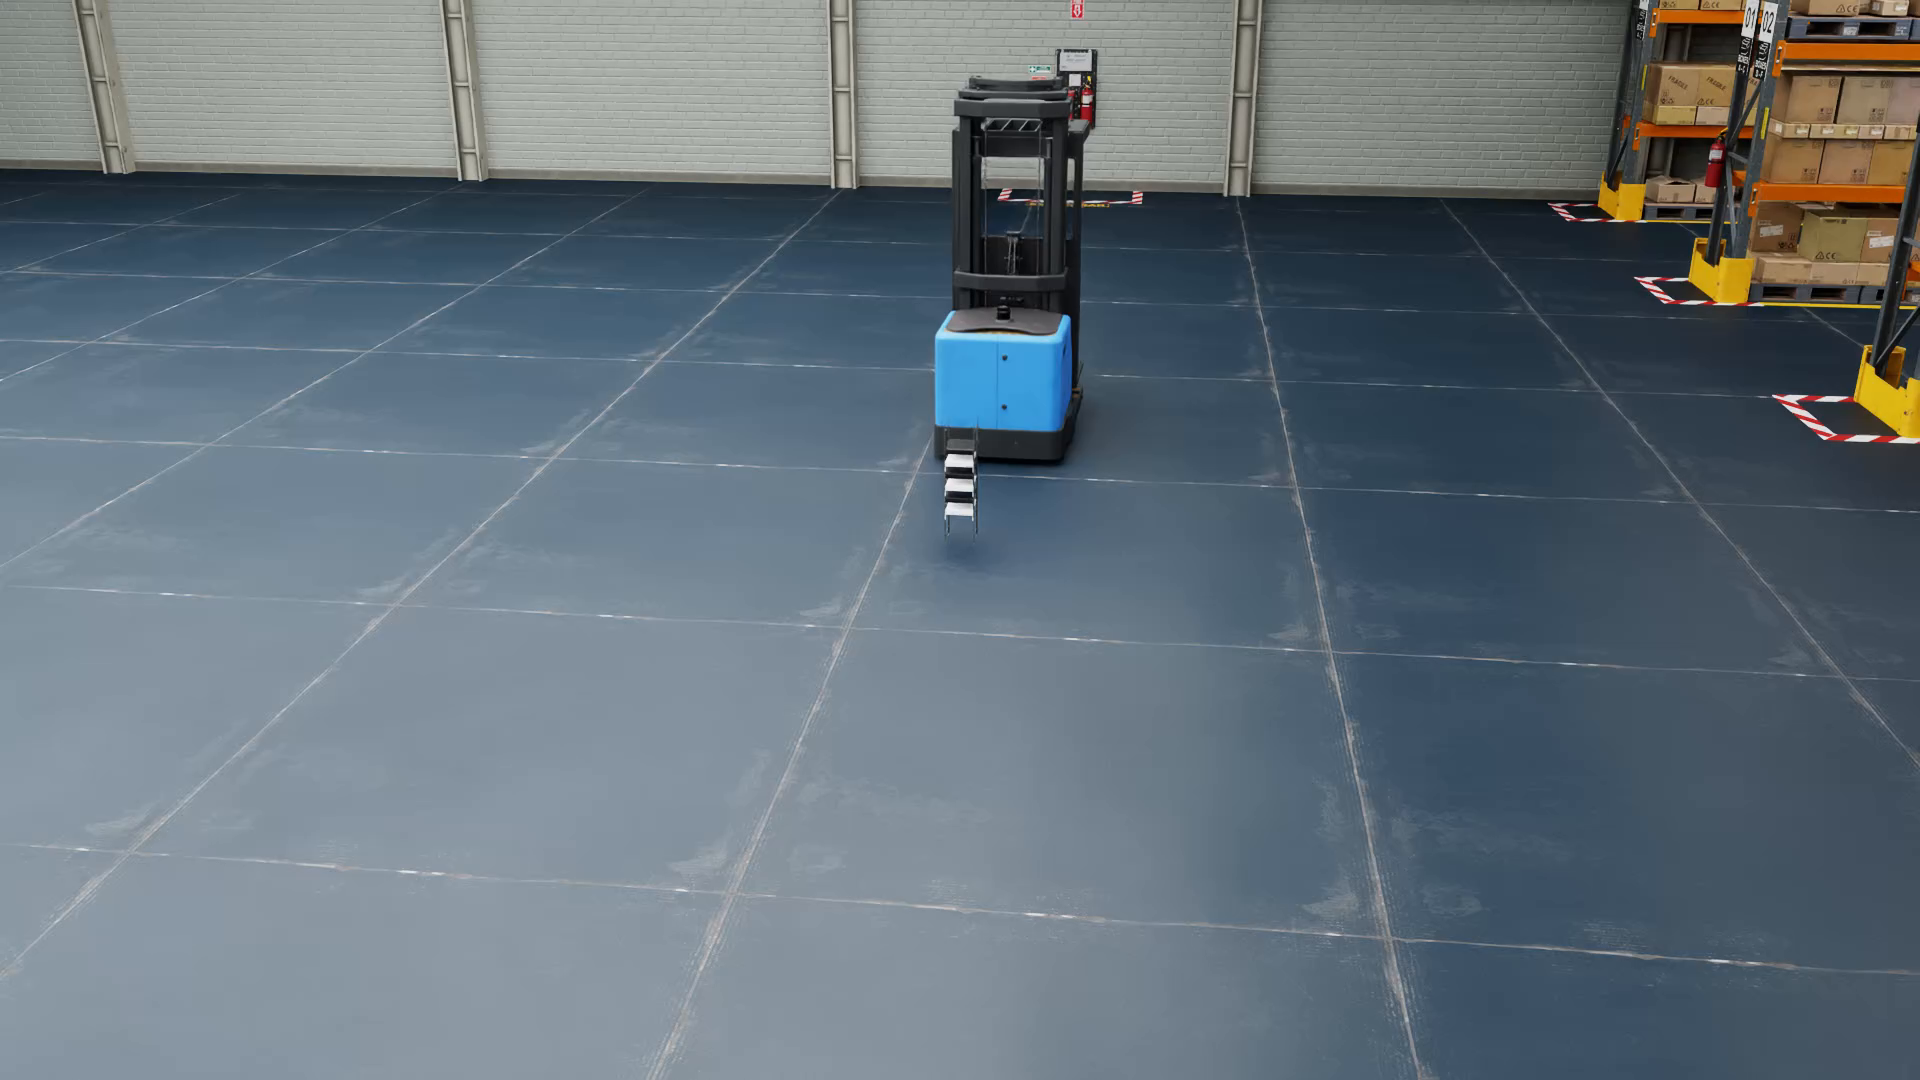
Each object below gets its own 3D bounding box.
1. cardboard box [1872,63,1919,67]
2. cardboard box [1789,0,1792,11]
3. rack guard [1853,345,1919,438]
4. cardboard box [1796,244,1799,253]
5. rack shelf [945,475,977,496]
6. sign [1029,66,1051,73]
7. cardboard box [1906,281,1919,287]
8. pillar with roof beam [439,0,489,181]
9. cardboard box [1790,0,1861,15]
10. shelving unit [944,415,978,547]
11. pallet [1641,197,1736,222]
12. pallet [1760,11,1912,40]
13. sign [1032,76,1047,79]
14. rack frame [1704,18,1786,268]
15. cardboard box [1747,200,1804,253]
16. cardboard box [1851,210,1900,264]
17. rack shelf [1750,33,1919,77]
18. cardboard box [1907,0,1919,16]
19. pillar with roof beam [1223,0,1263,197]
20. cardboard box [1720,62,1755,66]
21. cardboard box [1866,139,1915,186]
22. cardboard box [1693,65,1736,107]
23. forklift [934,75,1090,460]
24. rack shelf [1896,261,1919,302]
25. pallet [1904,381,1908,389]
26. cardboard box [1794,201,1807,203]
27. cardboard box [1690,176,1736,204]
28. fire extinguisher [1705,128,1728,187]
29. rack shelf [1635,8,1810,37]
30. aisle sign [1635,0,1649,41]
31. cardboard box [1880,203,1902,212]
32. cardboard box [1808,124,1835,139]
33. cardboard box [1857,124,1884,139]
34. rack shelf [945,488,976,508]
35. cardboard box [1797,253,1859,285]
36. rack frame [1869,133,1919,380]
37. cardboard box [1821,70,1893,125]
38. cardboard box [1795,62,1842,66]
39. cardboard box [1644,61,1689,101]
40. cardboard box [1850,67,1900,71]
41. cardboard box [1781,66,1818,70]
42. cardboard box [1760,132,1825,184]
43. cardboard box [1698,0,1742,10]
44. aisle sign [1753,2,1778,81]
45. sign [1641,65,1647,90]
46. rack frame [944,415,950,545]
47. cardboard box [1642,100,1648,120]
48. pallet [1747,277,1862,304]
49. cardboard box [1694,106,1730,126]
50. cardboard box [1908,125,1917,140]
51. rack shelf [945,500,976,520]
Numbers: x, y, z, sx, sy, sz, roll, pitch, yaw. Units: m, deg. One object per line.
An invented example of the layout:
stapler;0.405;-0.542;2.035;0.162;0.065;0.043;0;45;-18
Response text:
cardboard box;12.872;-6.285;22.914;0.500;0.500;0.500;2;22;5
cardboard box;11.225;-7.345;22.197;0.500;0.500;0.500;4;22;10
rack guard;8.257;-1.307;14.567;0.348;0.500;1.175;2;22;6
cardboard box;9.828;-3.248;19.245;0.500;0.250;0.500;2;22;6
rack shelf;0.008;-0.387;11.786;0.200;0.077;0.258;2;22;6
sign;1.198;-7.060;24.949;0.331;0.109;0.001;2;22;6
cardboard box;10.759;-3.011;18.645;0.500;0.250;0.500;2;22;6
pillar with roof beam;-8.242;-8.356;20.835;0.400;9.000;9.100;2;22;6
cardboard box;9.333;-5.941;17.906;0.637;0.503;0.797;4;22;10
shelving unit;0.008;-0.418;11.773;0.210;0.900;0.258;2;22;6
pallet;10.220;-4.725;23.604;1.213;0.211;1.003;2;22;6
pallet;9.462;-5.578;18.010;1.213;0.211;1.003;2;22;6
sign;1.195;-6.817;25.055;0.234;0.329;0.001;2;22;6
rack frame;8.763;-4.264;18.646;0.127;3.000;1.000;2;22;6
cardboard box;9.331;-3.615;19.153;0.500;0.500;0.500;2;22;6
cardboard box;10.264;-3.387;18.577;0.500;0.500;0.500;2;22;6
rack shelf;10.749;-5.238;18.008;4.000;0.370;1.077;2;22;6
cardboard box;10.380;-5.795;17.539;0.500;0.500;0.500;2;22;6
pillar with roof beam;3.674;-7.836;19.522;0.400;9.000;9.100;2;22;6
cardboard box;10.848;-6.372;23.135;0.500;0.500;0.500;2;22;5
cardboard box;10.240;-4.241;18.452;0.500;0.500;0.700;3;22;7
cardboard box;10.271;-6.206;22.714;0.500;0.500;0.500;3;22;6
forklift;0.513;-2.511;14.304;1.130;2.935;3.031;3;22;8
rack shelf;10.163;-2.035;13.986;4.000;0.370;1.077;2;22;6
pallet;9.064;-1.136;14.526;1.213;0.211;1.003;2;22;6
cardboard box;11.729;-4.855;23.420;0.250;0.149;0.380;1;22;2
cardboard box;10.585;-4.940;23.414;0.500;0.311;0.500;4;22;11
fire extinguisher;8.700;-4.403;19.102;0.183;0.674;0.296;2;22;6
rack shelf;11.329;-7.047;22.583;4.000;0.370;1.077;2;22;6
aisle sign;9.236;-7.176;22.474;0.004;0.787;0.394;2;22;6
cardboard box;10.822;-3.555;19.001;0.500;0.500;0.500;2;22;6
cardboard box;9.390;-4.506;18.240;0.250;0.149;0.380;2;22;5
cardboard box;9.888;-4.483;18.182;0.250;0.149;0.380;2;22;5
rack shelf;0.008;-0.303;11.819;0.200;0.077;0.258;2;22;6
cardboard box;9.766;-3.056;18.759;0.500;0.250;0.500;2;22;6
rack frame;8.176;-2.456;14.072;0.127;3.000;1.000;2;22;6
cardboard box;9.801;-4.866;18.268;0.500;0.500;0.700;2;22;5
cardboard box;11.865;-6.332;23.034;0.500;0.500;0.500;3;22;8
cardboard box;9.836;-6.419;23.252;0.500;0.500;0.500;2;22;6
cardboard box;12.312;-6.115;22.485;0.500;0.500;0.500;2;22;6
cardboard box;11.297;-6.163;22.607;0.500;0.500;0.500;3;22;8
cardboard box;9.225;-4.286;18.565;0.500;0.500;0.700;3;22;6
cardboard box;10.174;-7.382;22.289;0.500;0.500;0.500;4;22;10
aisle sign;8.662;-5.364;17.893;0.004;0.787;0.394;2;22;6
sign;9.279;-6.278;22.561;0.005;0.325;0.100;2;22;6
rack frame;-0.093;-0.423;11.785;0.006;0.900;0.240;2;22;6
cardboard box;9.829;-6.063;23.373;0.500;0.250;0.500;3;22;7
pallet;9.527;-2.950;19.114;1.213;0.211;1.003;2;22;6
cardboard box;10.307;-5.858;22.855;0.500;0.250;0.500;2;22;5
cardboard box;10.407;-4.462;18.128;0.250;0.149;0.380;2;22;6
rack shelf;0.008;-0.220;11.852;0.200;0.077;0.258;2;22;6
